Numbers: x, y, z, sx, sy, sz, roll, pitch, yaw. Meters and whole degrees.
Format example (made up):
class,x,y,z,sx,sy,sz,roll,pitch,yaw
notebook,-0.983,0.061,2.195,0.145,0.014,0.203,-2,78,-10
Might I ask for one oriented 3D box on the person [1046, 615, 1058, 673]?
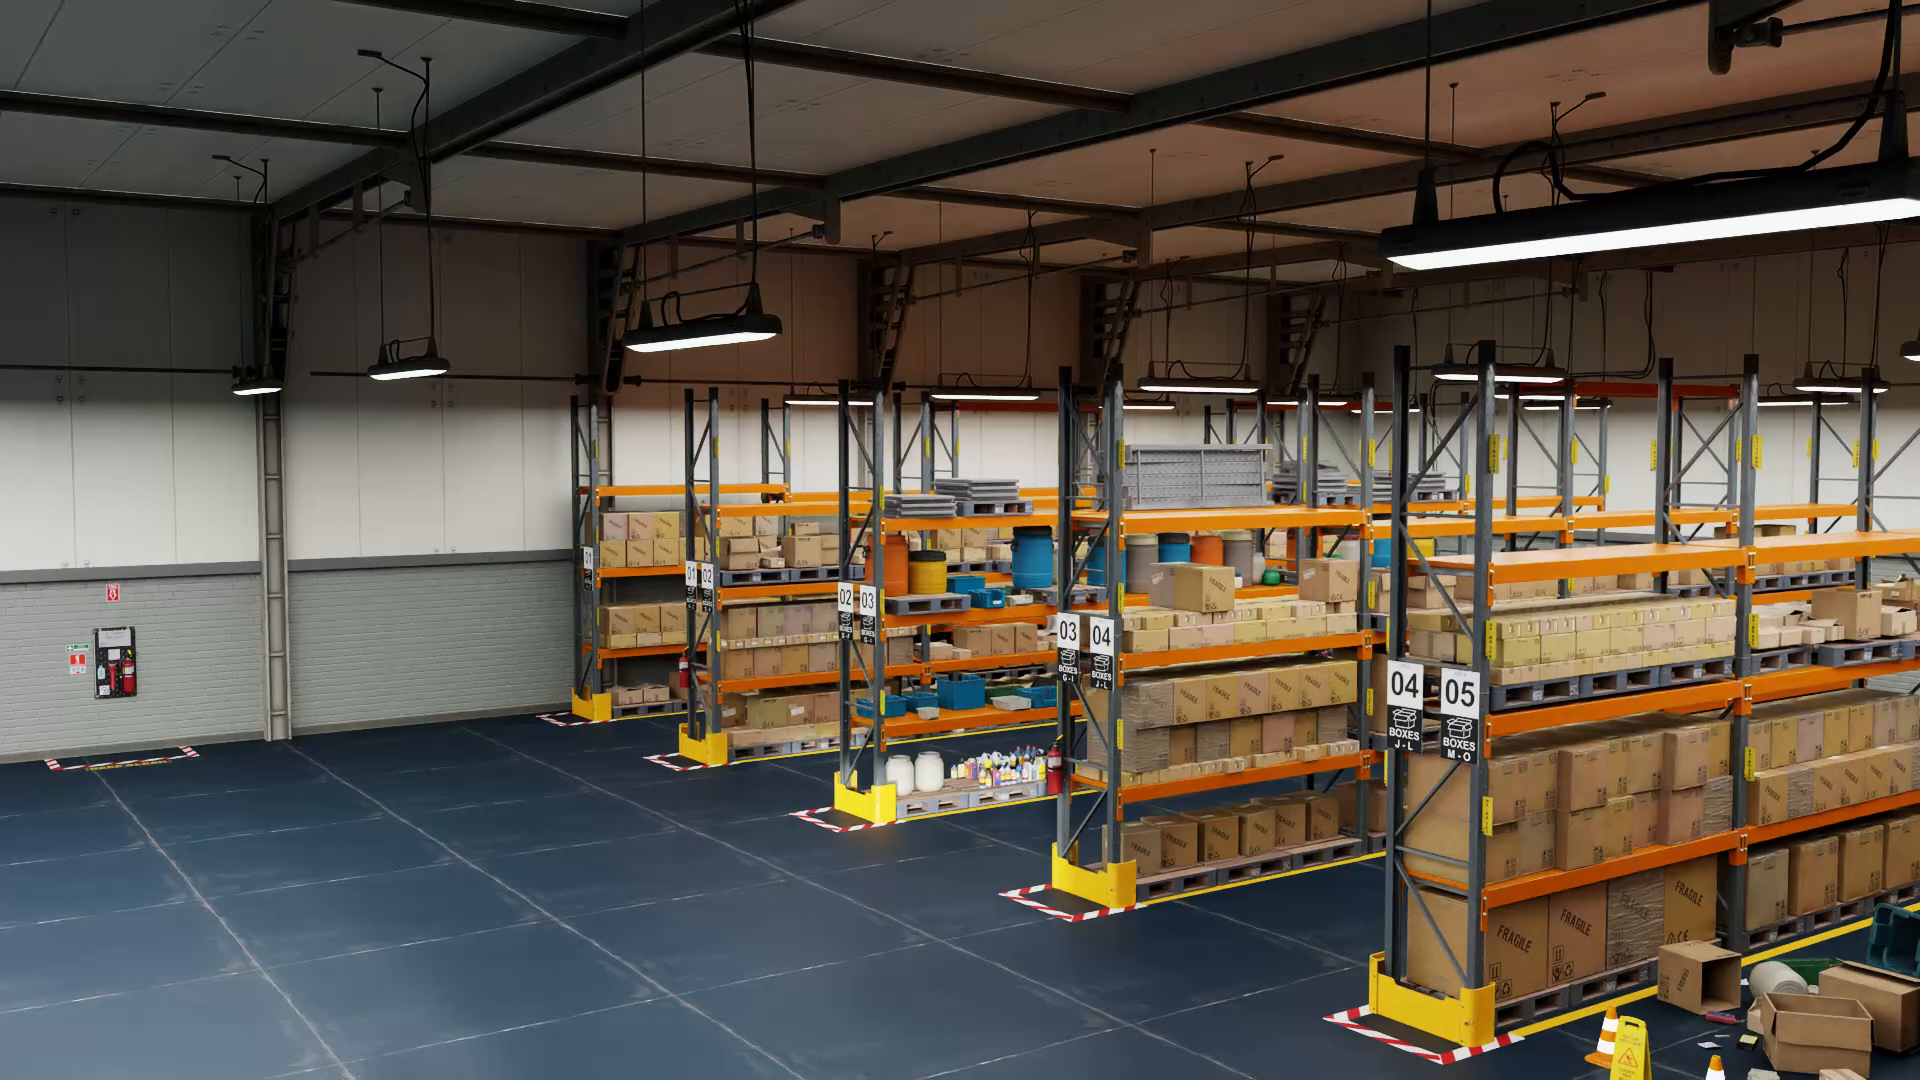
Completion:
class,x,y,z,sx,sy,sz,roll,pitch,yaw
person,1.991,2.083,34.433,0.570,1.780,0.431,-2,4,-24
